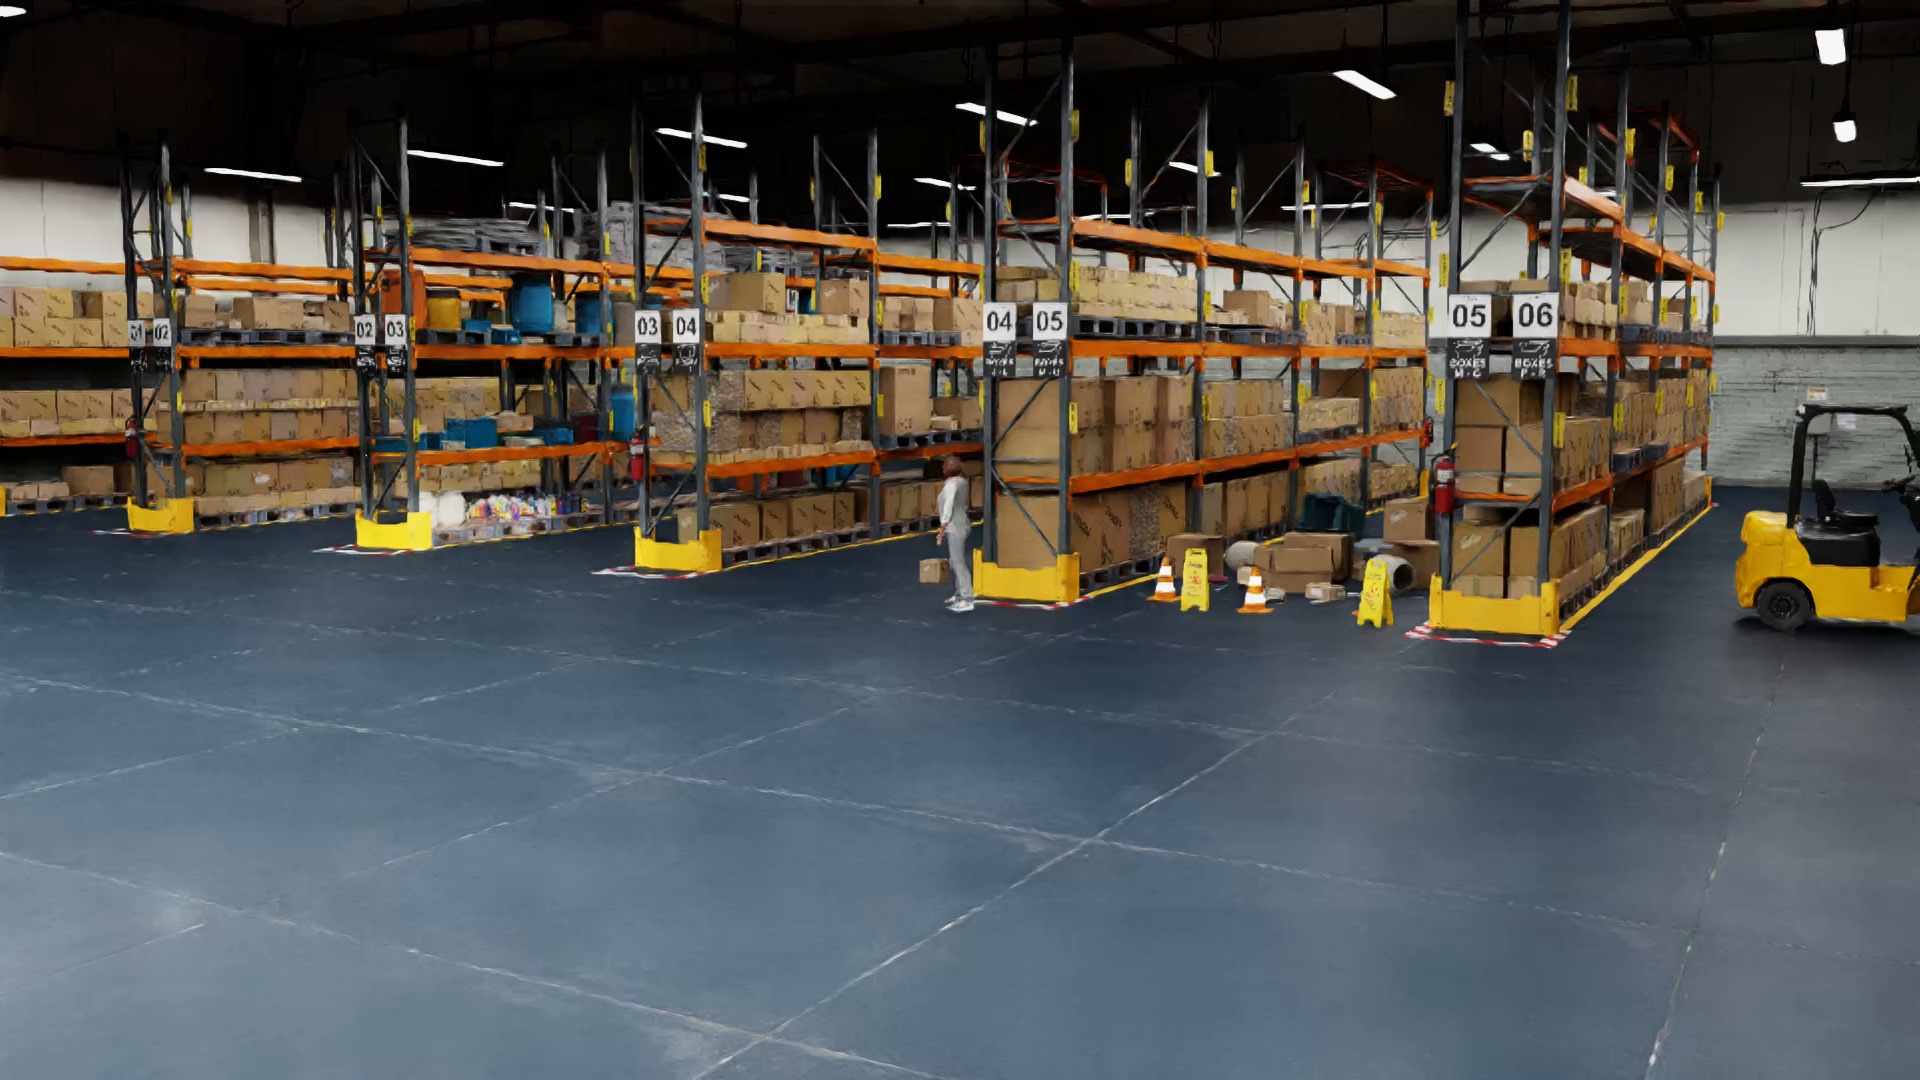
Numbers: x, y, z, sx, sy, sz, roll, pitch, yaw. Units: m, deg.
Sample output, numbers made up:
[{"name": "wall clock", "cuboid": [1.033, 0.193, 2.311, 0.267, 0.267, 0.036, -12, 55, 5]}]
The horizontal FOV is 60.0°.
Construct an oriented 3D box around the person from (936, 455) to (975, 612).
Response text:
[{"name": "person", "cuboid": [-0.033, -0.055, 17.117, 0.384, 1.641, 0.434, 2, 6, 14]}]
